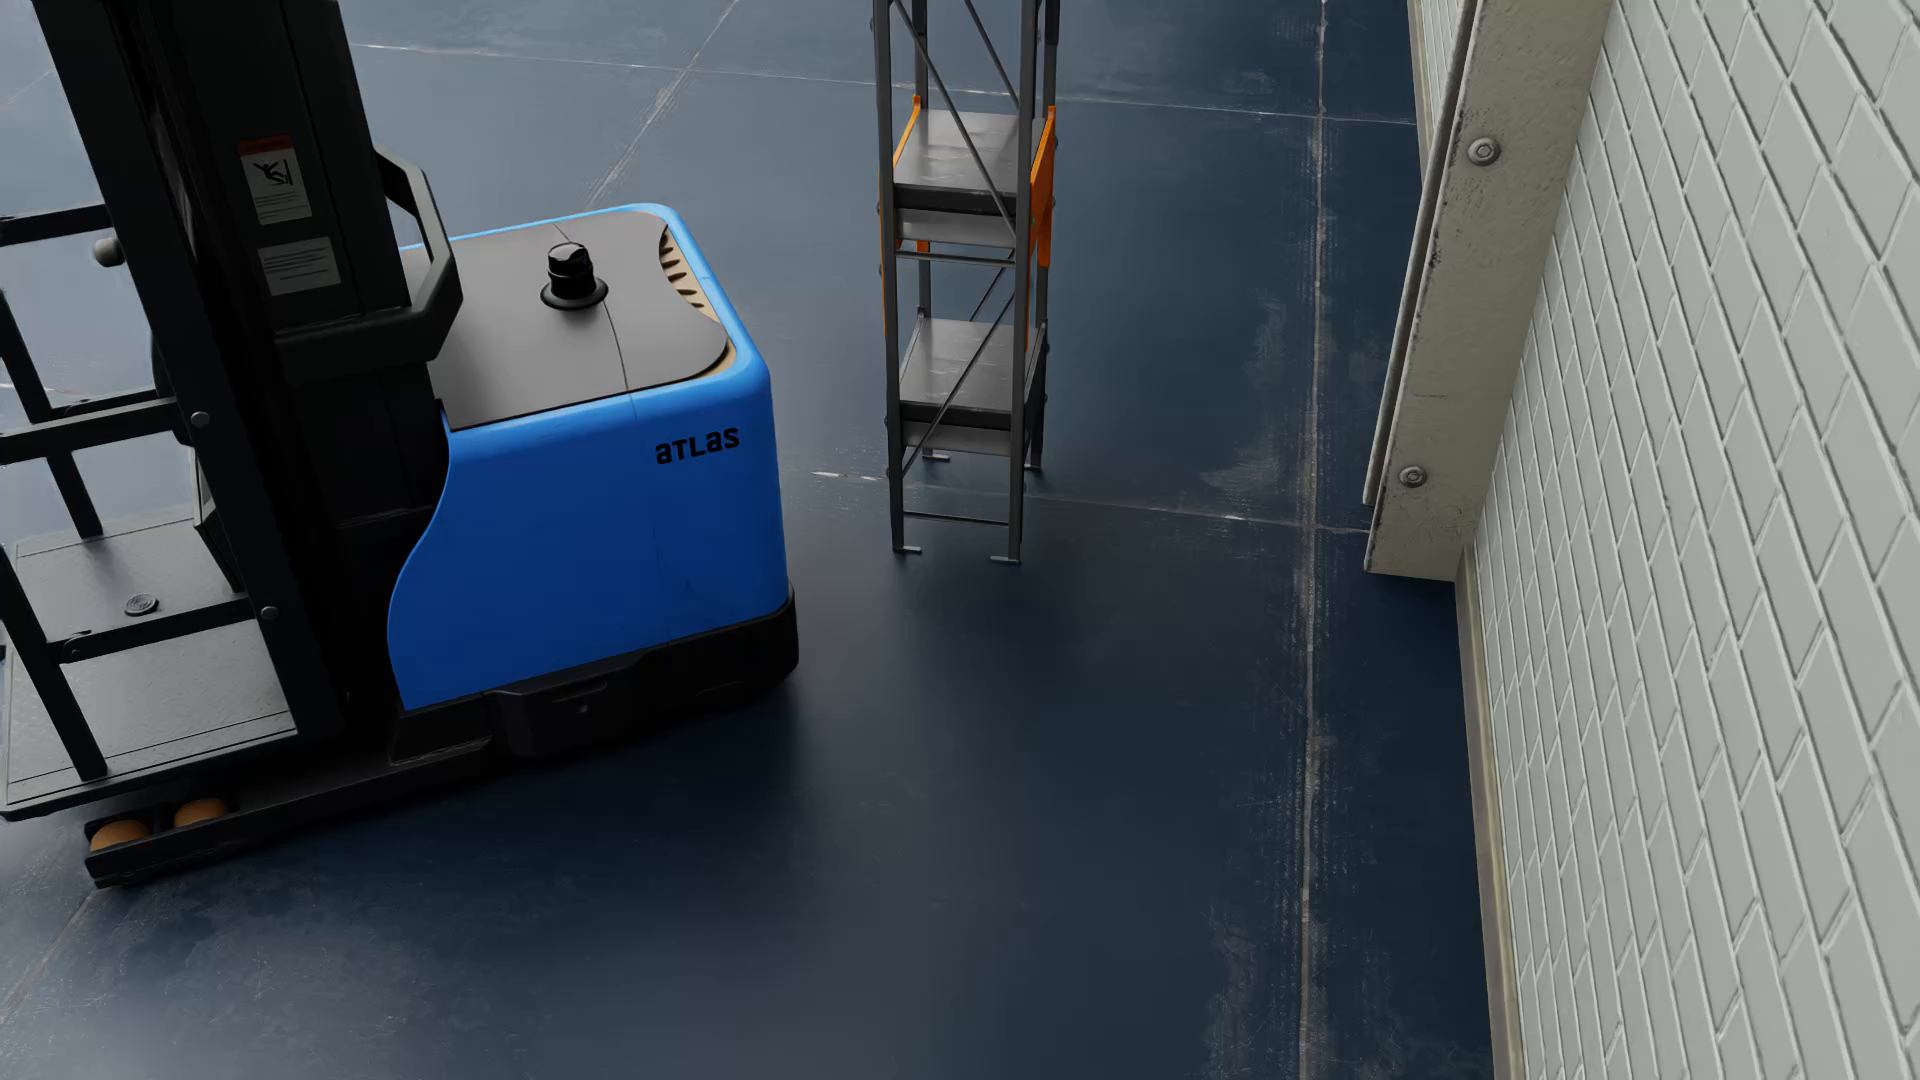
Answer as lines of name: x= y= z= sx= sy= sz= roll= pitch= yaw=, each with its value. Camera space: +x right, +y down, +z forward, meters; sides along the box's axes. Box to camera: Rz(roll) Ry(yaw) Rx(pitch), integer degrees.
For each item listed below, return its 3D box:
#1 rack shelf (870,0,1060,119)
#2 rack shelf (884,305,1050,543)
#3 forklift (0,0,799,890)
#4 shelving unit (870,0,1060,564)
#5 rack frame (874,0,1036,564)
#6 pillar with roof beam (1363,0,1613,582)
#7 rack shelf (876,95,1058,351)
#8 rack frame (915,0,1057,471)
rack shelf: x=0.029 y=-1.442 z=4.269 sx=0.431 sy=0.518 sz=0.480 roll=6 pitch=40 yaw=8
rack shelf: x=0.029 y=-0.363 z=5.161 sx=0.431 sy=0.518 sz=0.480 roll=6 pitch=40 yaw=8
forklift: x=-2.026 y=-0.644 z=3.729 sx=3.031 sy=2.935 sz=1.130 roll=-15 pitch=42 yaw=-17
shelving unit: x=0.029 y=-0.913 z=4.707 sx=0.431 sy=2.100 sz=0.503 roll=6 pitch=40 yaw=8
rack frame: x=-0.014 y=-0.760 z=4.521 sx=0.400 sy=2.100 sz=0.015 roll=6 pitch=40 yaw=8
pillar with roof beam: x=-2.805 y=-3.953 z=2.969 sx=9.100 sy=9.000 sz=0.400 roll=6 pitch=40 yaw=8
rack shelf: x=0.029 y=-0.903 z=4.715 sx=0.431 sy=0.518 sz=0.480 roll=6 pitch=40 yaw=8
rack frame: x=0.071 y=-1.066 z=4.892 sx=0.400 sy=2.100 sz=0.015 roll=6 pitch=40 yaw=8
